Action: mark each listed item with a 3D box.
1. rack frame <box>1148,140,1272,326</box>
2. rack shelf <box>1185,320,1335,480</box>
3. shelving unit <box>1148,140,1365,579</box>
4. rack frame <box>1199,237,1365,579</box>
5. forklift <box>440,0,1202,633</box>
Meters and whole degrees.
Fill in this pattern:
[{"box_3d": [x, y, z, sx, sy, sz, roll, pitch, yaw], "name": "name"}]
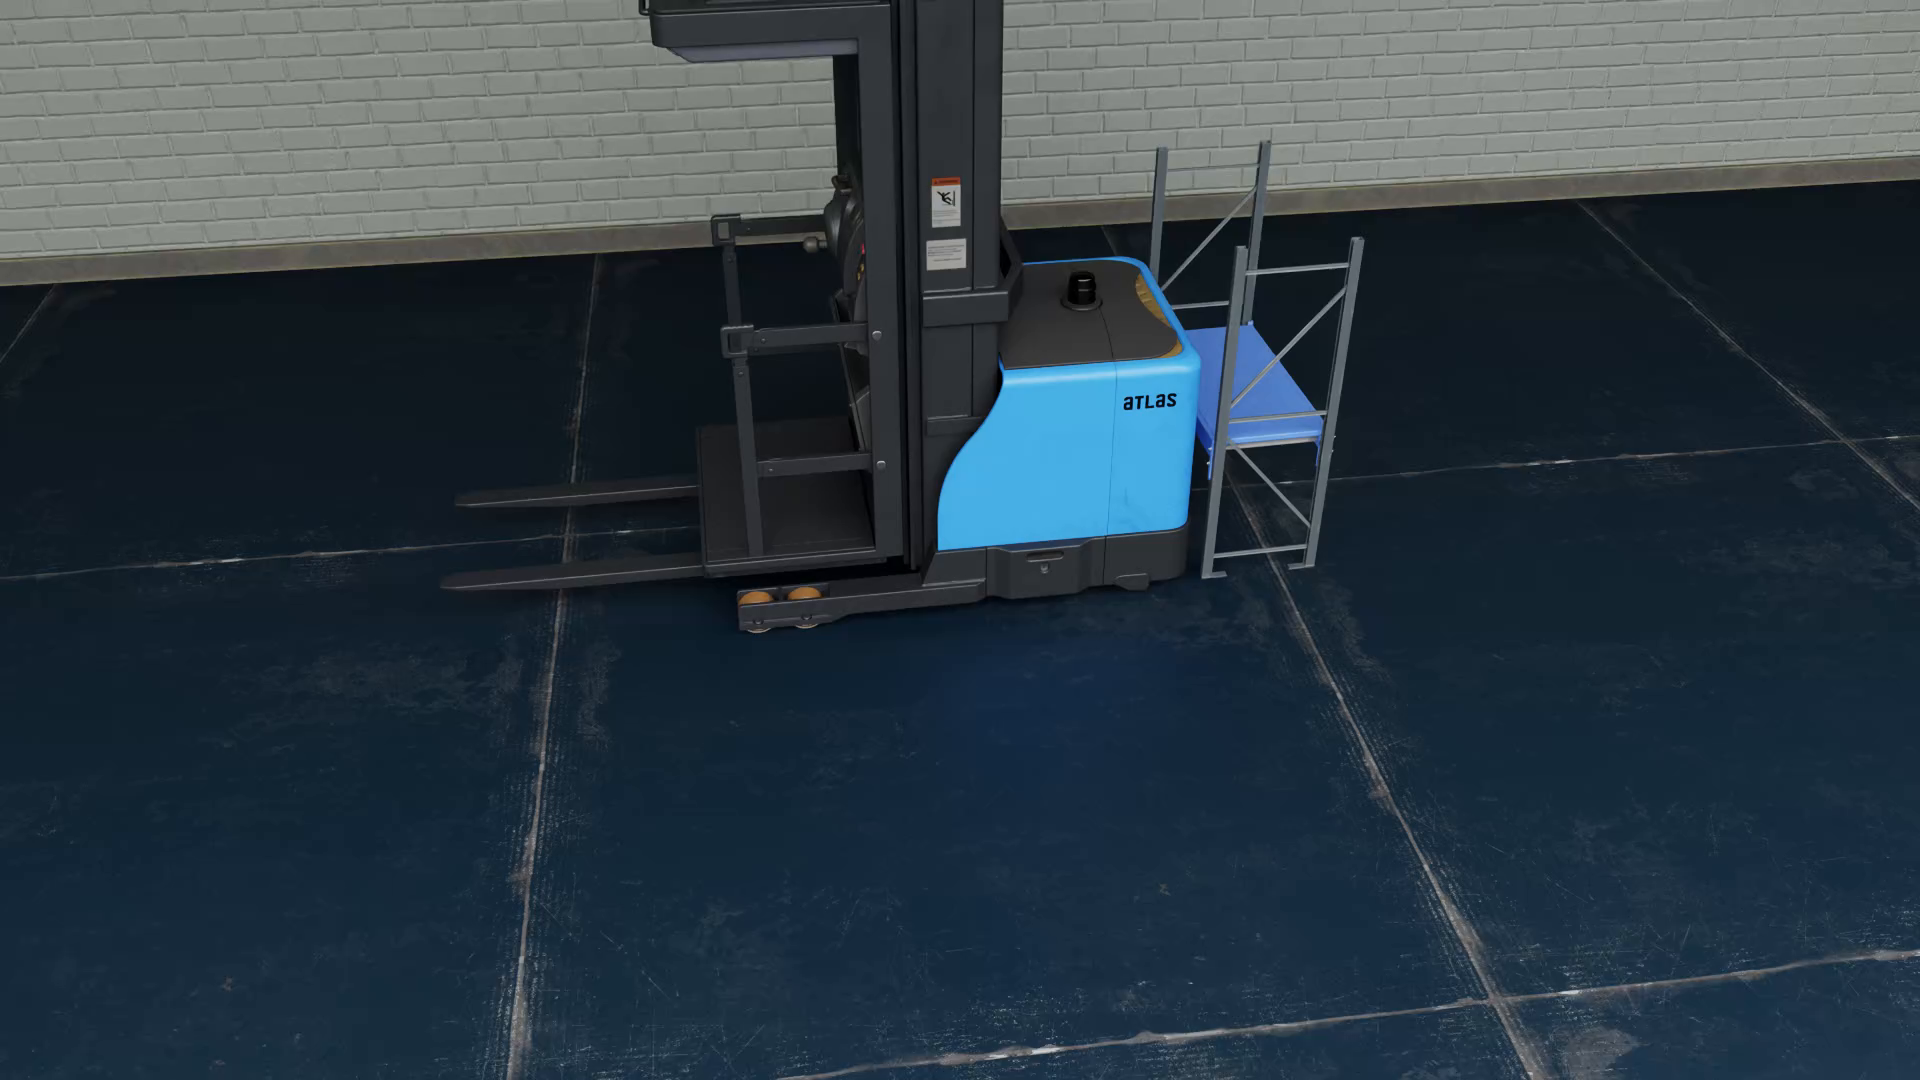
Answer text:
[{"box_3d": [1.072, -1.051, 7.457, 0.500, 1.500, 0.032, -6, 35, -9], "name": "rack frame"}, {"box_3d": [1.167, -0.621, 7.145, 0.538, 0.185, 1.000, -6, 35, -9], "name": "rack shelf"}, {"box_3d": [1.168, -0.770, 7.044, 0.538, 1.500, 1.048, -6, 35, -9], "name": "shelving unit"}, {"box_3d": [1.265, -0.488, 6.632, 0.500, 1.500, 0.032, -6, 35, -9], "name": "rack frame"}, {"box_3d": [-0.615, -1.157, 6.345, 3.031, 2.935, 1.130, -5, 35, -7], "name": "forklift"}]
